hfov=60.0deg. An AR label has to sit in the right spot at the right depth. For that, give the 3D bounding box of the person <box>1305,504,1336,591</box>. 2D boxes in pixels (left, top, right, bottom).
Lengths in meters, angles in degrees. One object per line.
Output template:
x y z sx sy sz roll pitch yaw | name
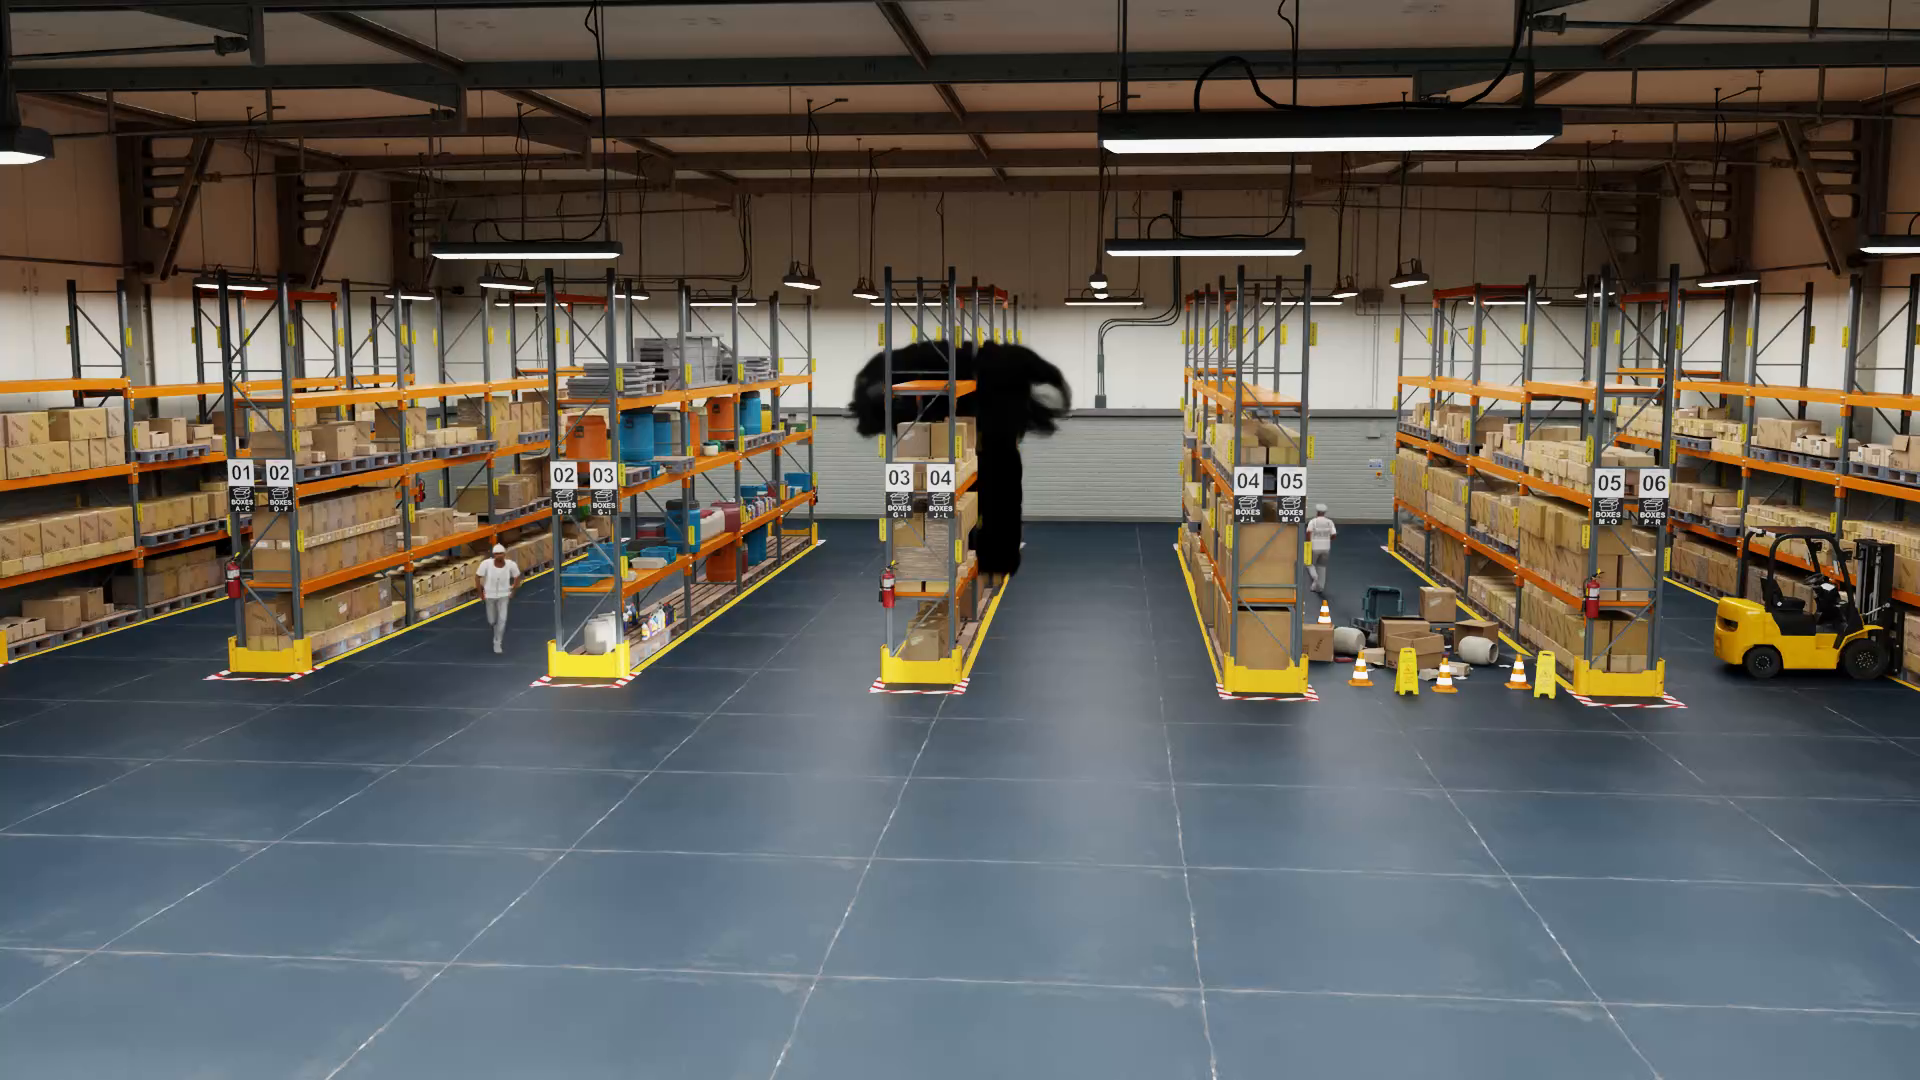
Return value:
7.086 0.141 32.900 0.654 1.735 0.609 0 7 -3 | person

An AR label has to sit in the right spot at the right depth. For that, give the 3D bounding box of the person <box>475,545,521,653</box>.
-7.453 0.916 26.856 0.712 1.743 0.875 -2 7 -15 | person

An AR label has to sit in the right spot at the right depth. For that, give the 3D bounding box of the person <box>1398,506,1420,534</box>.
11.303 -0.937 42.021 0.772 1.758 0.546 -2 7 -15 | person

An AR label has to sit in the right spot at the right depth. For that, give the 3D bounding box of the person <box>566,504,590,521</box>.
-9.684 -0.982 42.200 0.627 1.741 0.656 0 7 0 | person
